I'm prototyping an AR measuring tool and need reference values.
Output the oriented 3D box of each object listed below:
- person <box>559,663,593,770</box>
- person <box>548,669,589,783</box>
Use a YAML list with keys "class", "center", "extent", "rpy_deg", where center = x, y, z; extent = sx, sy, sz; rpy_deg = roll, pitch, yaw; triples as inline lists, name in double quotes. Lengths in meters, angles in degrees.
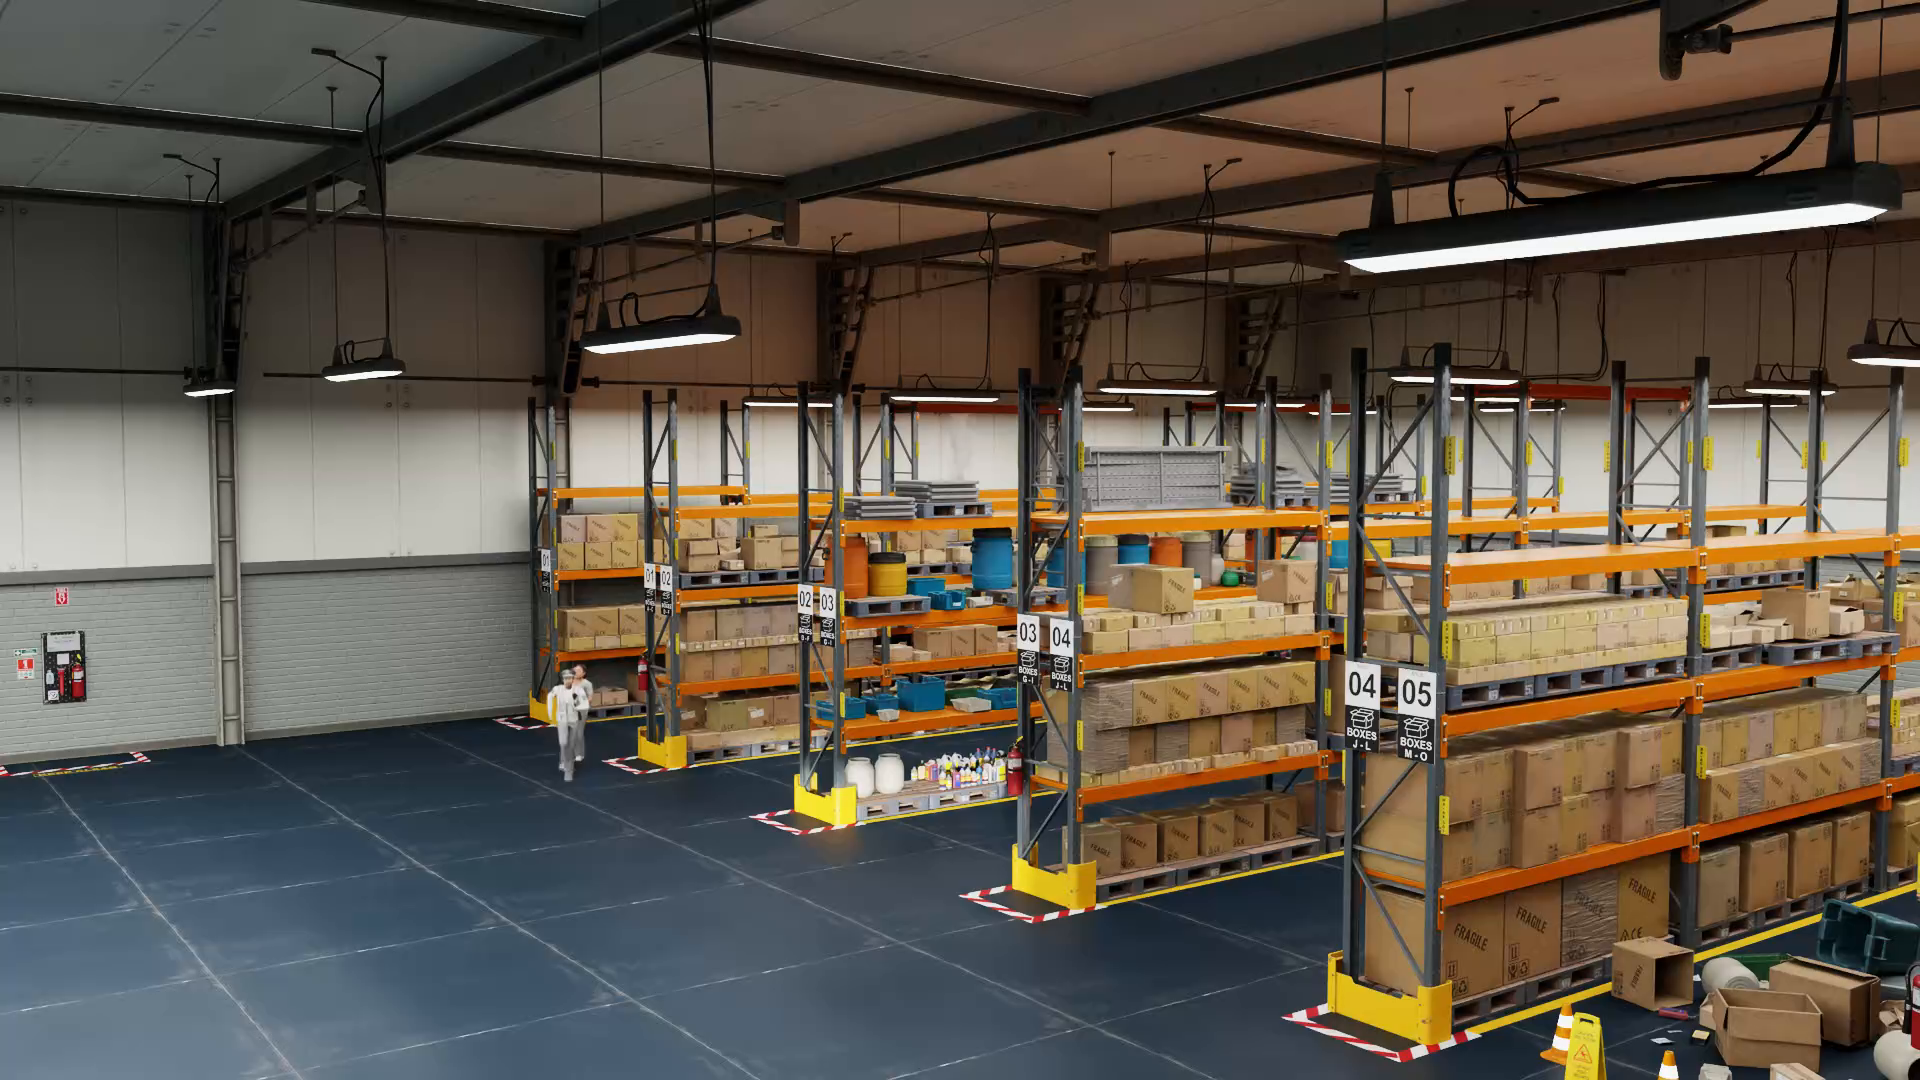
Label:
- class: "person"
  center: [-6.079, 2.790, 26.476]
  extent: [0.551, 1.688, 0.727]
  rpy_deg: [0, 3, 7]
- class: "person"
  center: [-6.010, 2.822, 25.546]
  extent: [0.636, 1.731, 0.834]
  rpy_deg: [-1, 3, -10]
